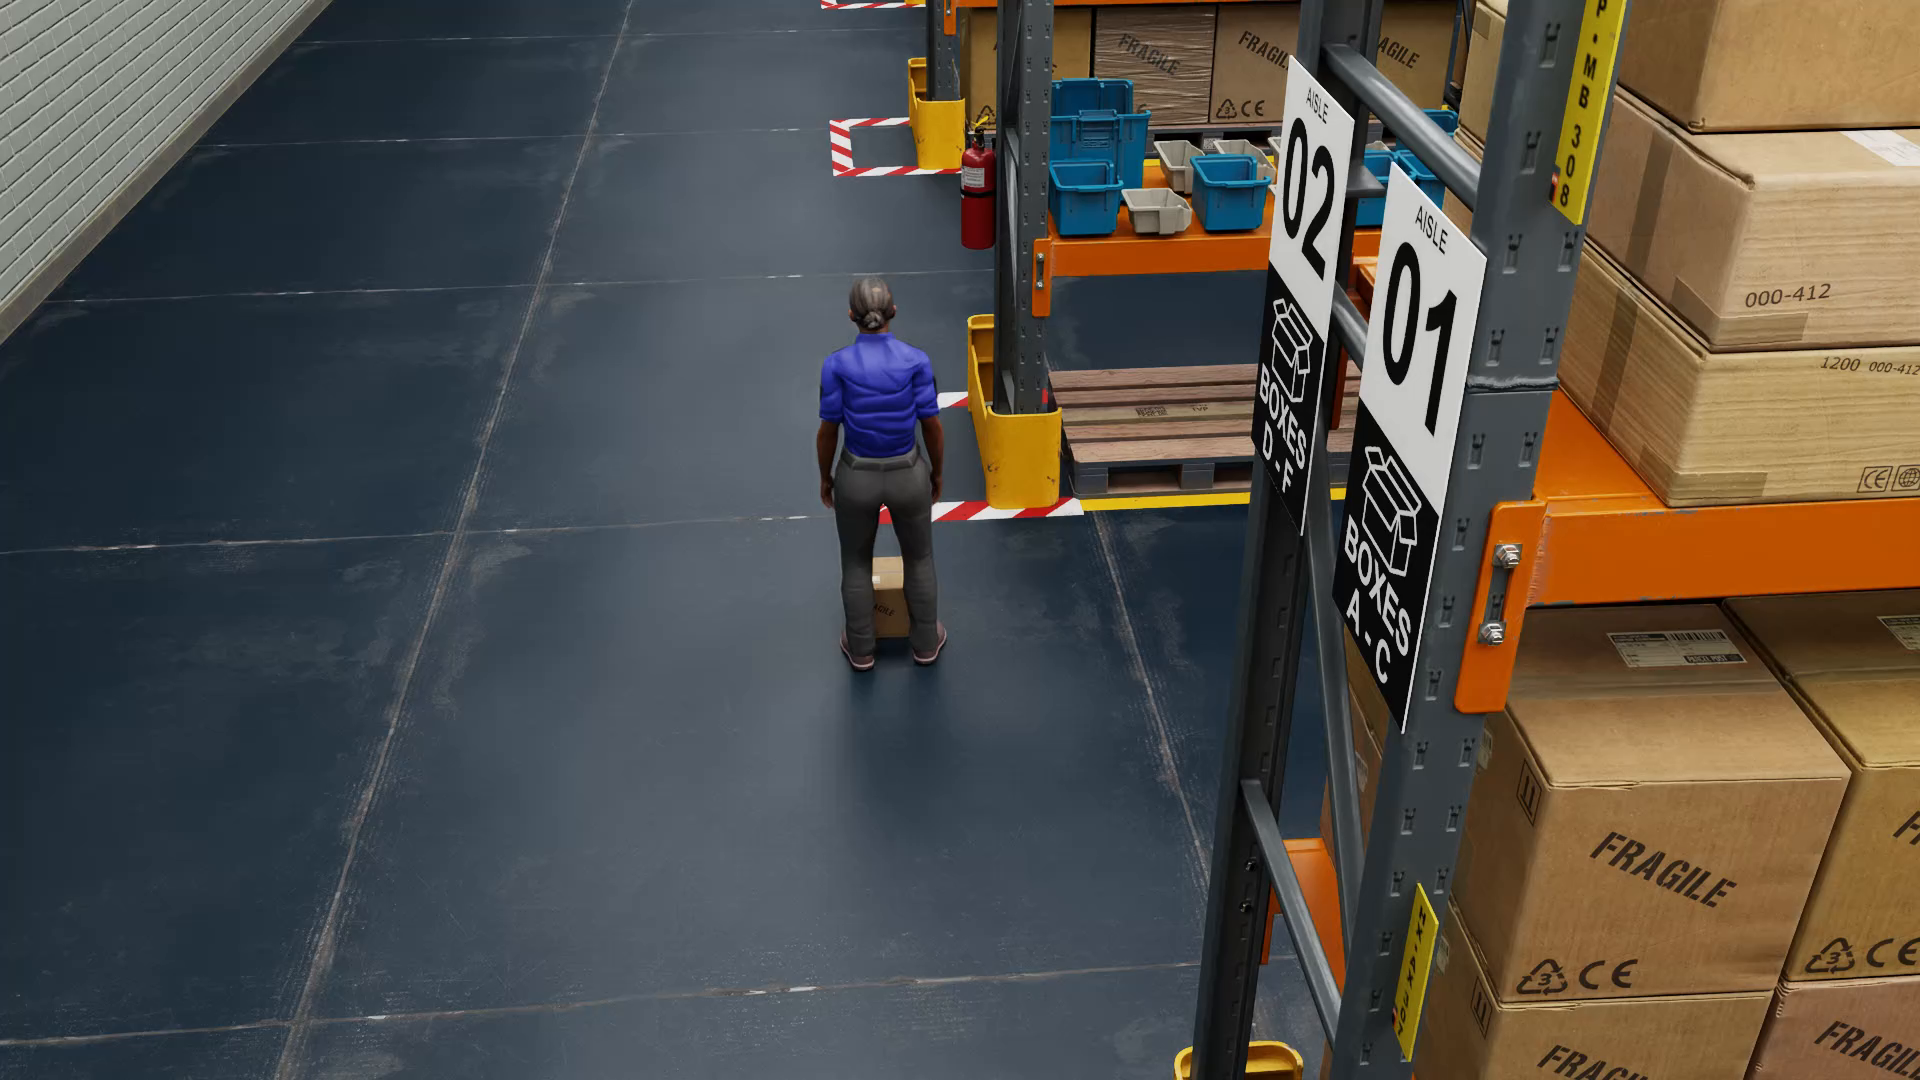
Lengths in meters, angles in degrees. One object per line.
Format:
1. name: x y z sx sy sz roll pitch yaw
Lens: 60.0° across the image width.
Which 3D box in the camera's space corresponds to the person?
1. person: -0.302 -0.236 6.526 0.505 1.655 0.346 -3 31 -4
